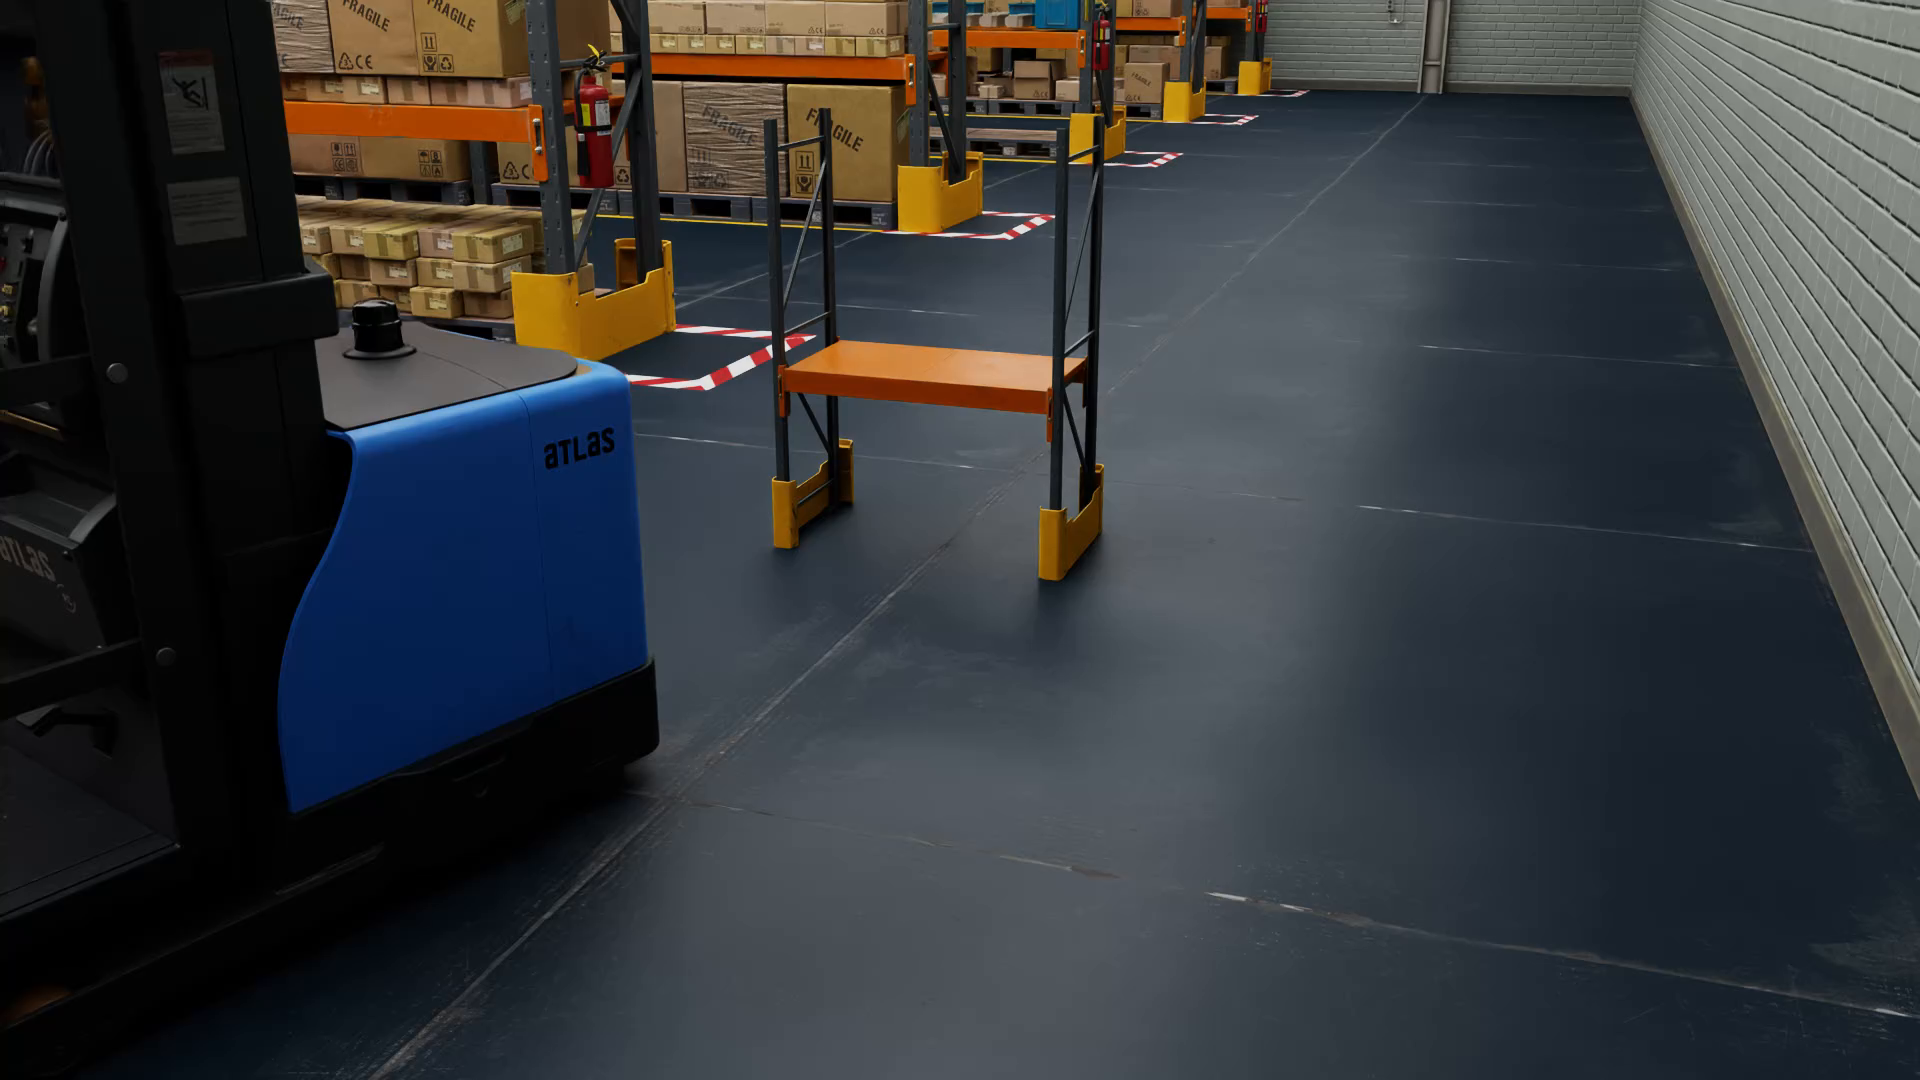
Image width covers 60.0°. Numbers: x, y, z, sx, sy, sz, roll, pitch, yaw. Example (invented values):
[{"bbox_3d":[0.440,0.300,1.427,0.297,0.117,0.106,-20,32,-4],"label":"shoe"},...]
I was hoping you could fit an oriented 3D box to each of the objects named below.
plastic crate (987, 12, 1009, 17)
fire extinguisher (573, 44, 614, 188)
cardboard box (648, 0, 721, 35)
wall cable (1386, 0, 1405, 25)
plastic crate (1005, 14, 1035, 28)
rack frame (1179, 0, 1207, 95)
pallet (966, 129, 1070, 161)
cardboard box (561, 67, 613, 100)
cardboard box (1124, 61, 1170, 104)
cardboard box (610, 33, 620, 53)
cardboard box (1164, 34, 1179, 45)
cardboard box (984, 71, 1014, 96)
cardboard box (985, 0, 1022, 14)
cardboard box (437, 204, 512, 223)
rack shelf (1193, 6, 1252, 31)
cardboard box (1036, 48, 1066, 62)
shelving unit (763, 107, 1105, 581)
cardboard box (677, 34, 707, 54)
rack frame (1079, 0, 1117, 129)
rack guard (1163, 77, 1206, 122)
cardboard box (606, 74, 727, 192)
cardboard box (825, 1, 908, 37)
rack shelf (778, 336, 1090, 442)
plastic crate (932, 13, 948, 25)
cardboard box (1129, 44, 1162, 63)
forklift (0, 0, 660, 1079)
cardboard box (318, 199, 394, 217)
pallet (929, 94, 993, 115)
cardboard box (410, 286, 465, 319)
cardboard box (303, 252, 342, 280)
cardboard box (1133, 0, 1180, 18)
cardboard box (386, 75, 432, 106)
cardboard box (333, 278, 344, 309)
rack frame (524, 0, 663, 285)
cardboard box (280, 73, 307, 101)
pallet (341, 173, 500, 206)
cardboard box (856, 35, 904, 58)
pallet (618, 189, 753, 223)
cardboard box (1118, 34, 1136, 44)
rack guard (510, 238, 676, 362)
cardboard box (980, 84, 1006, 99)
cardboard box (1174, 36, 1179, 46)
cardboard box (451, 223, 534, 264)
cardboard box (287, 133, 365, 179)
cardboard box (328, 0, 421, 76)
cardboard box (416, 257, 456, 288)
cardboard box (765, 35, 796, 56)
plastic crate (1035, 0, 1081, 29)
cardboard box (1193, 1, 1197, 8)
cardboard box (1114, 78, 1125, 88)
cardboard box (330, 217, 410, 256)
[{"bbox_3d":[0.413,-5.702,18.187,0.298,0.136,0.250,7,20,18],"label":"plastic crate"},{"bbox_3d":[-1.807,-2.081,8.174,0.183,0.674,0.296,7,20,18],"label":"fire extinguisher"},{"bbox_3d":[-2.169,-4.200,13.344,0.500,0.250,0.500,7,20,18],"label":"cardboard box"},{"bbox_3d":[6.226,-9.252,26.517,1.851,1.984,0.084,7,20,18],"label":"wall cable"},{"bbox_3d":[0.625,-5.471,17.525,0.243,0.136,0.396,7,20,18],"label":"plastic crate"},{"bbox_3d":[3.084,-7.076,21.817,0.127,3.000,1.000,7,20,18],"label":"rack frame"},{"bbox_3d":[0.689,-4.320,18.149,1.213,0.211,1.003,7,20,18],"label":"pallet"},{"bbox_3d":[-2.092,-2.483,9.024,0.250,0.149,0.380,6,20,18],"label":"cardboard box"},{"bbox_3d":[2.489,-6.085,22.105,0.500,0.500,0.500,7,20,18],"label":"cardboard box"},{"bbox_3d":[-2.791,-4.062,13.553,0.250,0.149,0.380,6,20,17],"label":"cardboard box"},{"bbox_3d":[3.481,-8.115,26.974,0.250,0.149,0.380,7,20,19],"label":"cardboard box"},{"bbox_3d":[0.645,-6.391,23.271,0.500,0.311,0.500,7,20,18],"label":"cardboard box"},{"bbox_3d":[0.654,-7.306,22.327,0.500,0.500,0.500,6,20,18],"label":"cardboard box"},{"bbox_3d":[-2.773,-1.819,9.528,0.250,0.149,0.380,6,20,18],"label":"cardboard box"},{"bbox_3d":[2.817,-8.492,26.975,4.000,0.370,1.077,7,20,18],"label":"rack shelf"},{"bbox_3d":[1.600,-7.954,27.496,0.500,0.500,0.700,7,20,19],"label":"cardboard box"},{"bbox_3d":[-0.072,-0.716,5.853,1.083,1.500,0.587,7,20,18],"label":"shelving unit"},{"bbox_3d":[-2.059,-3.978,13.314,0.250,0.149,0.380,7,20,19],"label":"cardboard box"},{"bbox_3d":[1.455,-5.536,17.400,0.127,3.000,1.000,7,20,18],"label":"rack frame"},{"bbox_3d":[3.012,-5.903,22.252,0.348,0.500,1.175,7,20,18],"label":"rack guard"},{"bbox_3d":[-2.502,-3.430,13.948,0.875,0.875,0.875,7,20,18],"label":"cardboard box"},{"bbox_3d":[-0.715,-4.035,12.872,0.500,0.250,0.500,6,20,17],"label":"cardboard box"},{"bbox_3d":[-0.081,-0.548,5.915,1.000,0.185,0.538,7,20,18],"label":"rack shelf"},{"bbox_3d":[-0.201,-5.556,17.767,0.250,0.136,0.298,7,20,18],"label":"plastic crate"},{"bbox_3d":[3.064,-7.787,27.018,0.500,0.500,0.700,6,20,16],"label":"cardboard box"},{"bbox_3d":[-2.078,-0.500,3.056,1.130,2.935,3.031,14,24,35],"label":"forklift"},{"bbox_3d":[-3.527,-1.896,9.747,0.250,0.149,0.380,7,20,19],"label":"cardboard box"},{"bbox_3d":[-0.046,-6.116,23.302,1.213,0.211,1.003,7,20,18],"label":"pallet"},{"bbox_3d":[-2.736,-1.305,8.956,0.250,0.149,0.380,7,20,20],"label":"cardboard box"},{"bbox_3d":[-3.471,-1.533,9.158,0.250,0.149,0.380,7,20,19],"label":"cardboard box"},{"bbox_3d":[2.571,-7.087,21.697,0.500,0.500,0.500,7,20,20],"label":"cardboard box"},{"bbox_3d":[-2.759,-2.354,8.655,0.250,0.149,0.380,6,20,18],"label":"cardboard box"},{"bbox_3d":[-3.456,-1.391,9.203,0.250,0.149,0.380,6,20,16],"label":"cardboard box"},{"bbox_3d":[-1.894,-2.465,8.590,0.127,3.000,1.000,7,20,18],"label":"rack frame"},{"bbox_3d":[-3.482,-2.460,8.958,0.250,0.149,0.380,6,20,16],"label":"cardboard box"},{"bbox_3d":[-4.703,-3.171,14.853,1.213,0.211,1.003,7,20,18],"label":"pallet"},{"bbox_3d":[-0.615,-3.813,12.840,0.250,0.149,0.380,7,20,19],"label":"cardboard box"},{"bbox_3d":[-2.100,-2.873,13.999,1.213,0.211,1.003,7,20,18],"label":"pallet"},{"bbox_3d":[2.759,-8.197,27.210,0.250,0.149,0.380,6,20,17],"label":"cardboard box"},{"bbox_3d":[-1.966,-1.292,9.024,0.348,0.500,1.175,7,20,18],"label":"rack guard"},{"bbox_3d":[0.451,-6.175,22.869,0.250,0.166,0.380,7,20,18],"label":"cardboard box"},{"bbox_3d":[3.589,-7.970,26.556,0.250,0.149,0.380,7,20,20],"label":"cardboard box"},{"bbox_3d":[-2.477,-1.576,8.830,0.250,0.149,0.380,7,20,19],"label":"cardboard box"},{"bbox_3d":[-5.405,-3.782,14.959,0.875,0.875,1.225,6,20,16],"label":"cardboard box"},{"bbox_3d":[-2.888,-2.678,8.598,0.500,0.500,0.500,6,20,17],"label":"cardboard box"},{"bbox_3d":[-2.715,-1.470,8.979,0.250,0.149,0.380,6,20,17],"label":"cardboard box"},{"bbox_3d":[-1.334,-3.896,13.077,0.250,0.149,0.380,7,20,19],"label":"cardboard box"},{"bbox_3d":[1.077,-5.559,17.322,0.499,0.435,0.616,7,20,18],"label":"plastic crate"},{"bbox_3d":[3.530,-8.885,26.552,0.700,0.700,0.980,6,20,18],"label":"cardboard box"},{"bbox_3d":[2.191,-6.186,22.774,0.500,0.250,0.500,7,20,18],"label":"cardboard box"},{"bbox_3d":[-3.206,-1.657,9.063,0.250,0.149,0.380,6,20,16],"label":"cardboard box"}]
